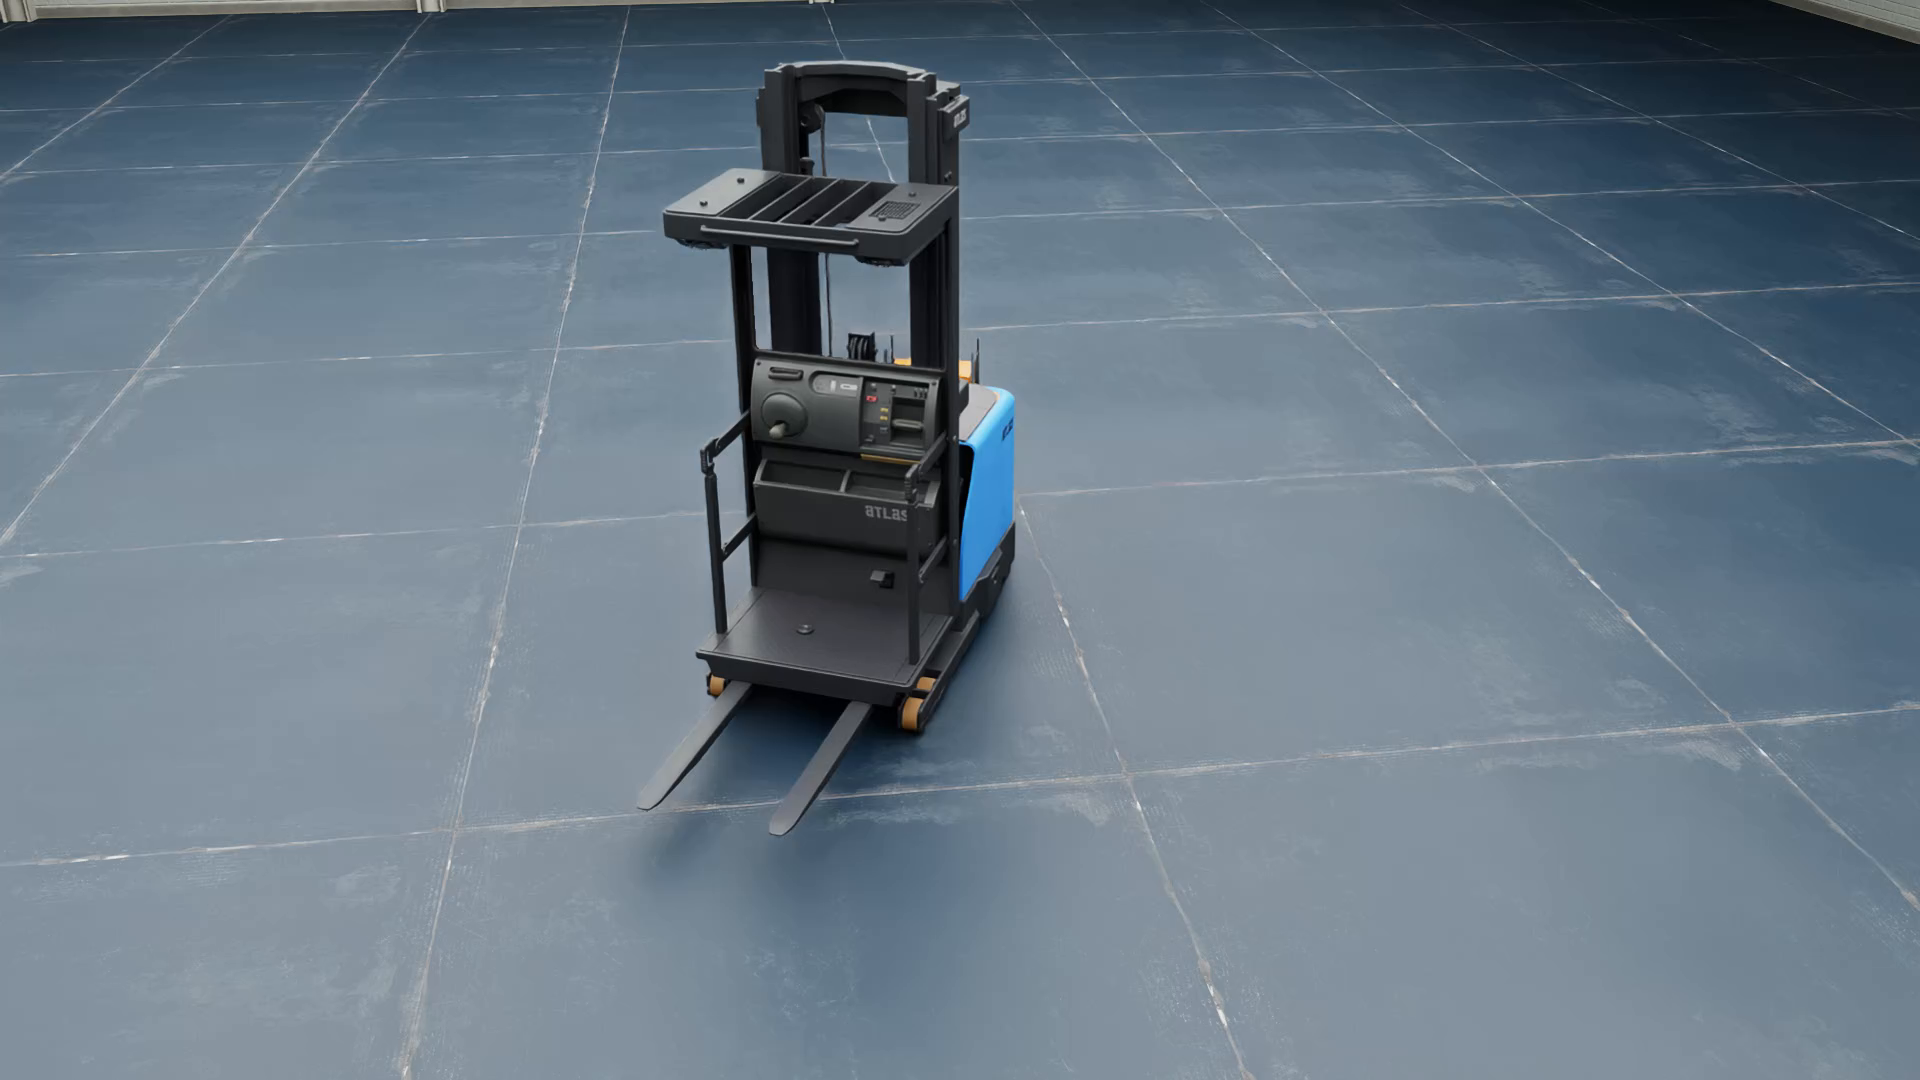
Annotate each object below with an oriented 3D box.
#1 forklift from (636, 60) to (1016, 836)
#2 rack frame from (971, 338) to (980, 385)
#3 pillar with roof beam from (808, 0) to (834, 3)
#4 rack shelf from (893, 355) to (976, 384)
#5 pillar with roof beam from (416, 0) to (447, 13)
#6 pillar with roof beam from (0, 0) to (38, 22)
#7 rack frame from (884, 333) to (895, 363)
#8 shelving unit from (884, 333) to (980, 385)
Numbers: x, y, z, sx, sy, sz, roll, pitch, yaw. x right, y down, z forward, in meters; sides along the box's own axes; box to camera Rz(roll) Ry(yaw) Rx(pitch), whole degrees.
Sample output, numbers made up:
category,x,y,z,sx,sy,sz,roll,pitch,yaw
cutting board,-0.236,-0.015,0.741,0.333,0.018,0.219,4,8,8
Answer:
category,x,y,z,sx,sy,sz,roll,pitch,yaw
forklift,-0.610,-0.588,7.686,1.130,2.935,3.031,8,28,15
rack frame,0.085,-0.546,9.500,0.015,1.200,0.240,4,27,8
pillar with roof beam,-1.607,-10.617,20.585,0.400,9.000,9.100,-4,27,-7
rack shelf,-0.156,-0.913,9.354,0.480,0.148,0.258,4,27,8
pillar with roof beam,-7.548,-10.236,19.842,0.400,9.000,9.100,-4,27,-7
pillar with roof beam,-13.490,-9.854,19.098,0.400,9.000,9.100,-4,27,-7
rack frame,-0.397,-0.580,9.566,0.015,1.200,0.240,4,27,8
shelving unit,-0.156,-0.563,9.533,0.503,1.200,0.258,4,27,8
